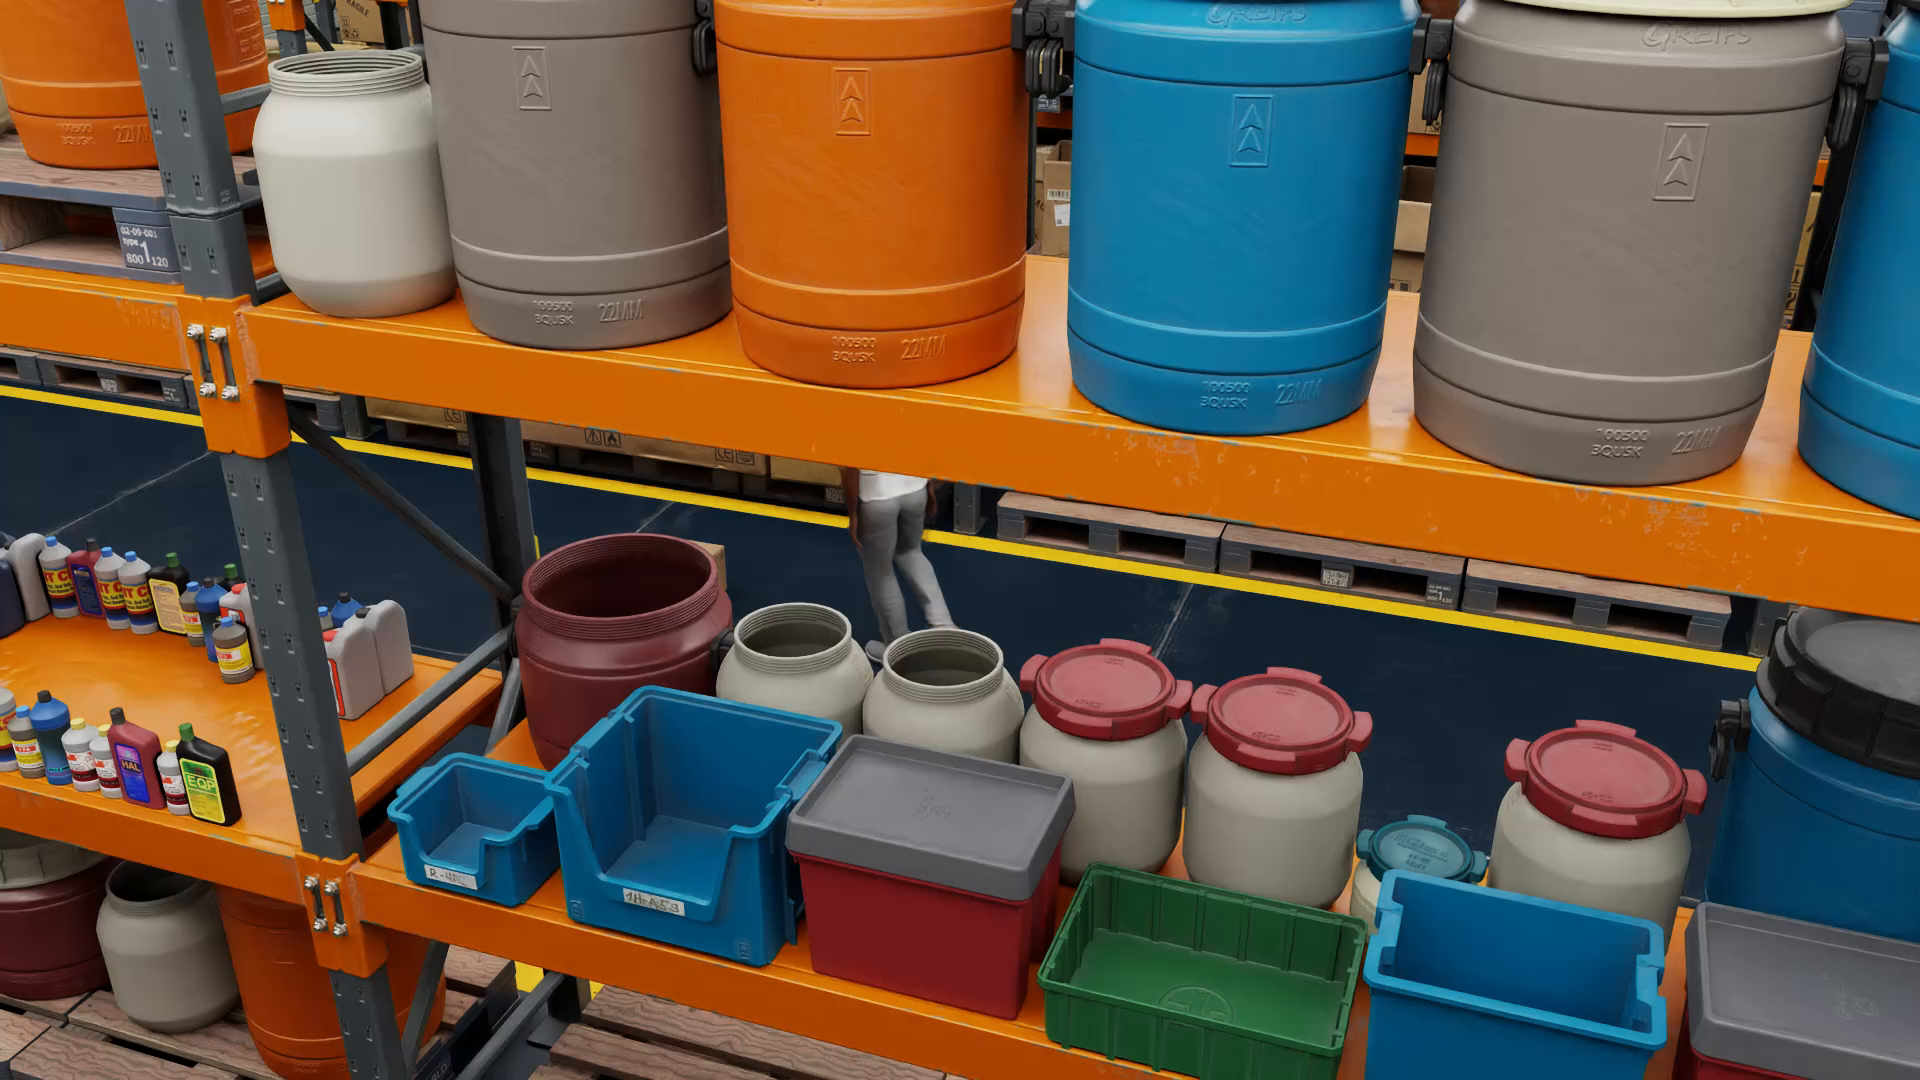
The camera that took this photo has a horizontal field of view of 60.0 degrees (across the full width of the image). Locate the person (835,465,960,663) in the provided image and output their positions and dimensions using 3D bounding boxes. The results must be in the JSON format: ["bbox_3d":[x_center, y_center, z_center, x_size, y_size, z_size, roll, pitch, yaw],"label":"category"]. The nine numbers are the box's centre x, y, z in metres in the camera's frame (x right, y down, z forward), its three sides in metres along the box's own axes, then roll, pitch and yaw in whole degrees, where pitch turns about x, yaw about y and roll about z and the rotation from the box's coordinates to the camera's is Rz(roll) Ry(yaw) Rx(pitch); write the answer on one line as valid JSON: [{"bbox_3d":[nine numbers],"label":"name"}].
[{"bbox_3d":[-0.277,-0.176,7.445,0.529,1.672,0.526,-20,32,-35],"label":"person"}]
